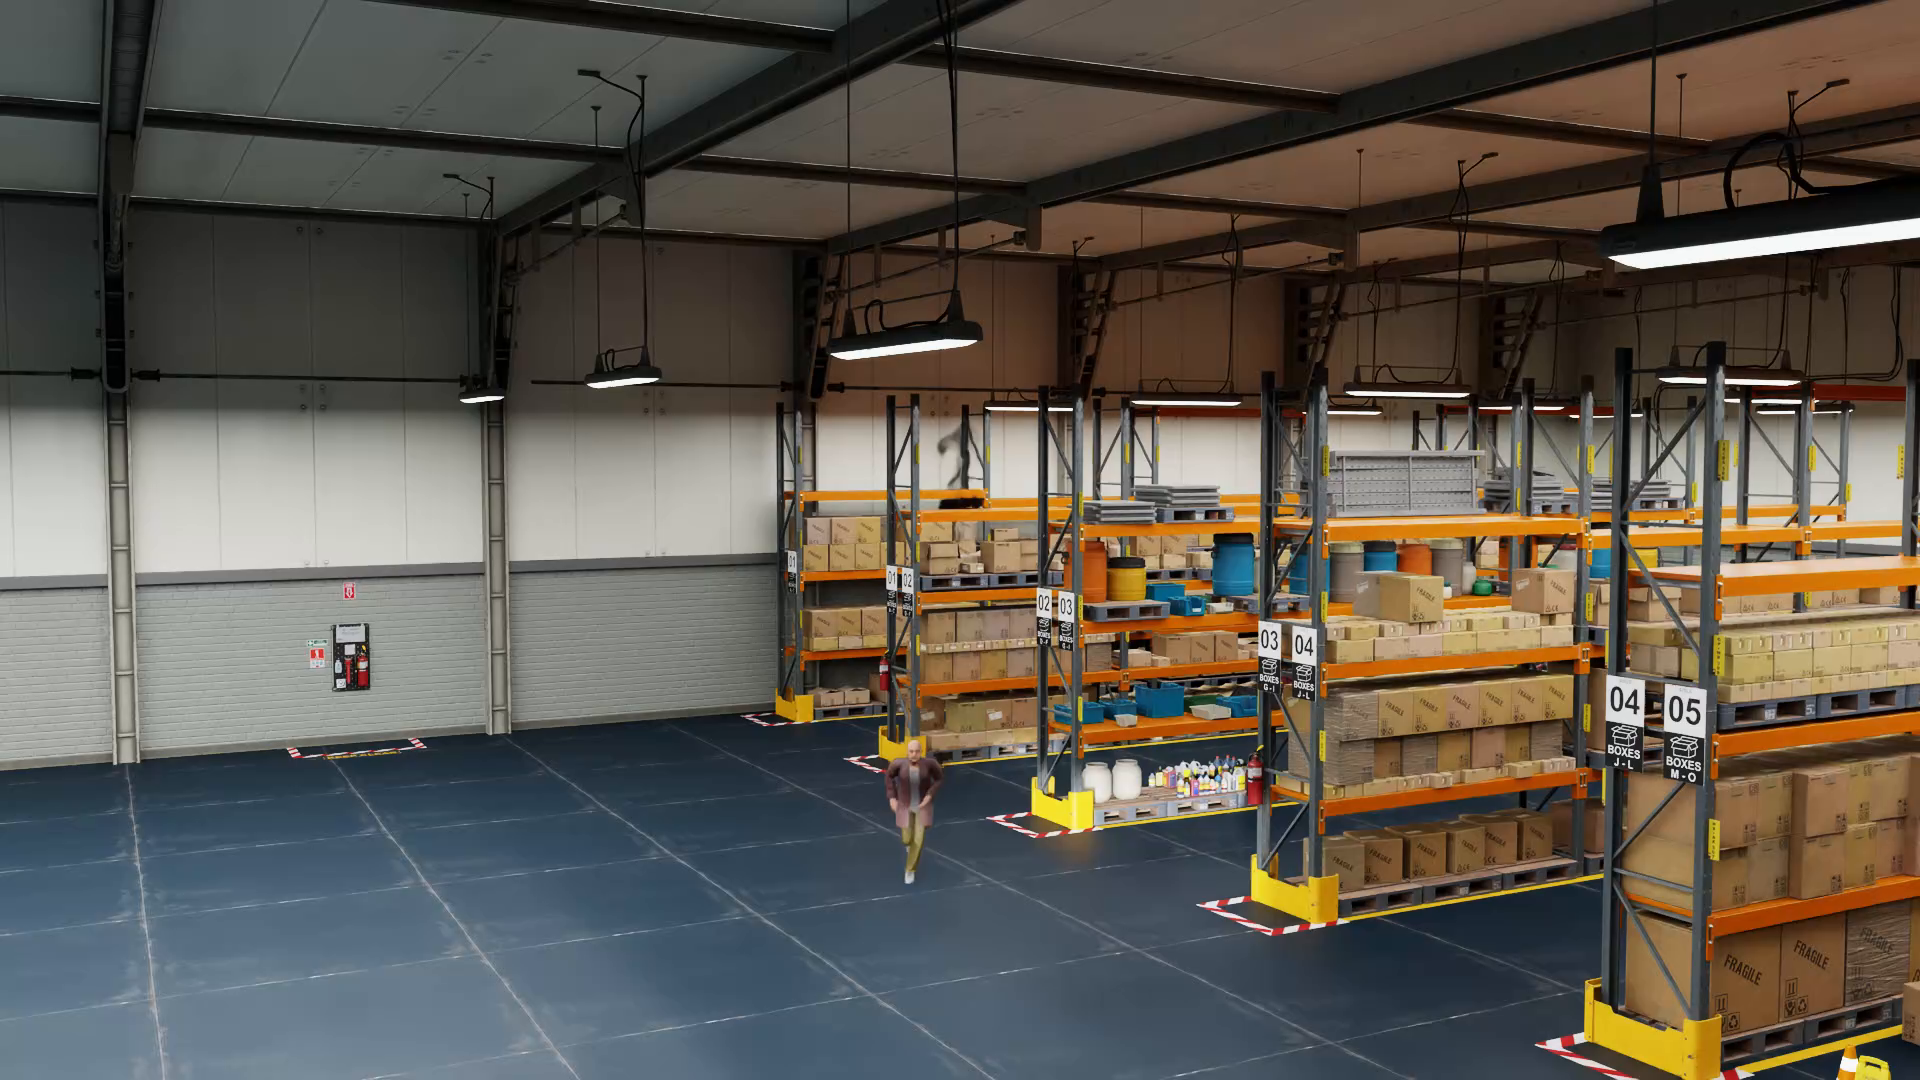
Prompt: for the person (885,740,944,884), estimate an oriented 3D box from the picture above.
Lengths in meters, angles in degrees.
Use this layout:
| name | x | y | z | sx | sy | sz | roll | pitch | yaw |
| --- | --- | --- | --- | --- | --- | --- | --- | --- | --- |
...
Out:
| name | x | y | z | sx | sy | sz | roll | pitch | yaw |
| --- | --- | --- | --- | --- | --- | --- | --- | --- | --- |
| person | -0.548 | 3.205 | 19.908 | 0.701 | 1.717 | 0.810 | 0 | 3 | -4 |
